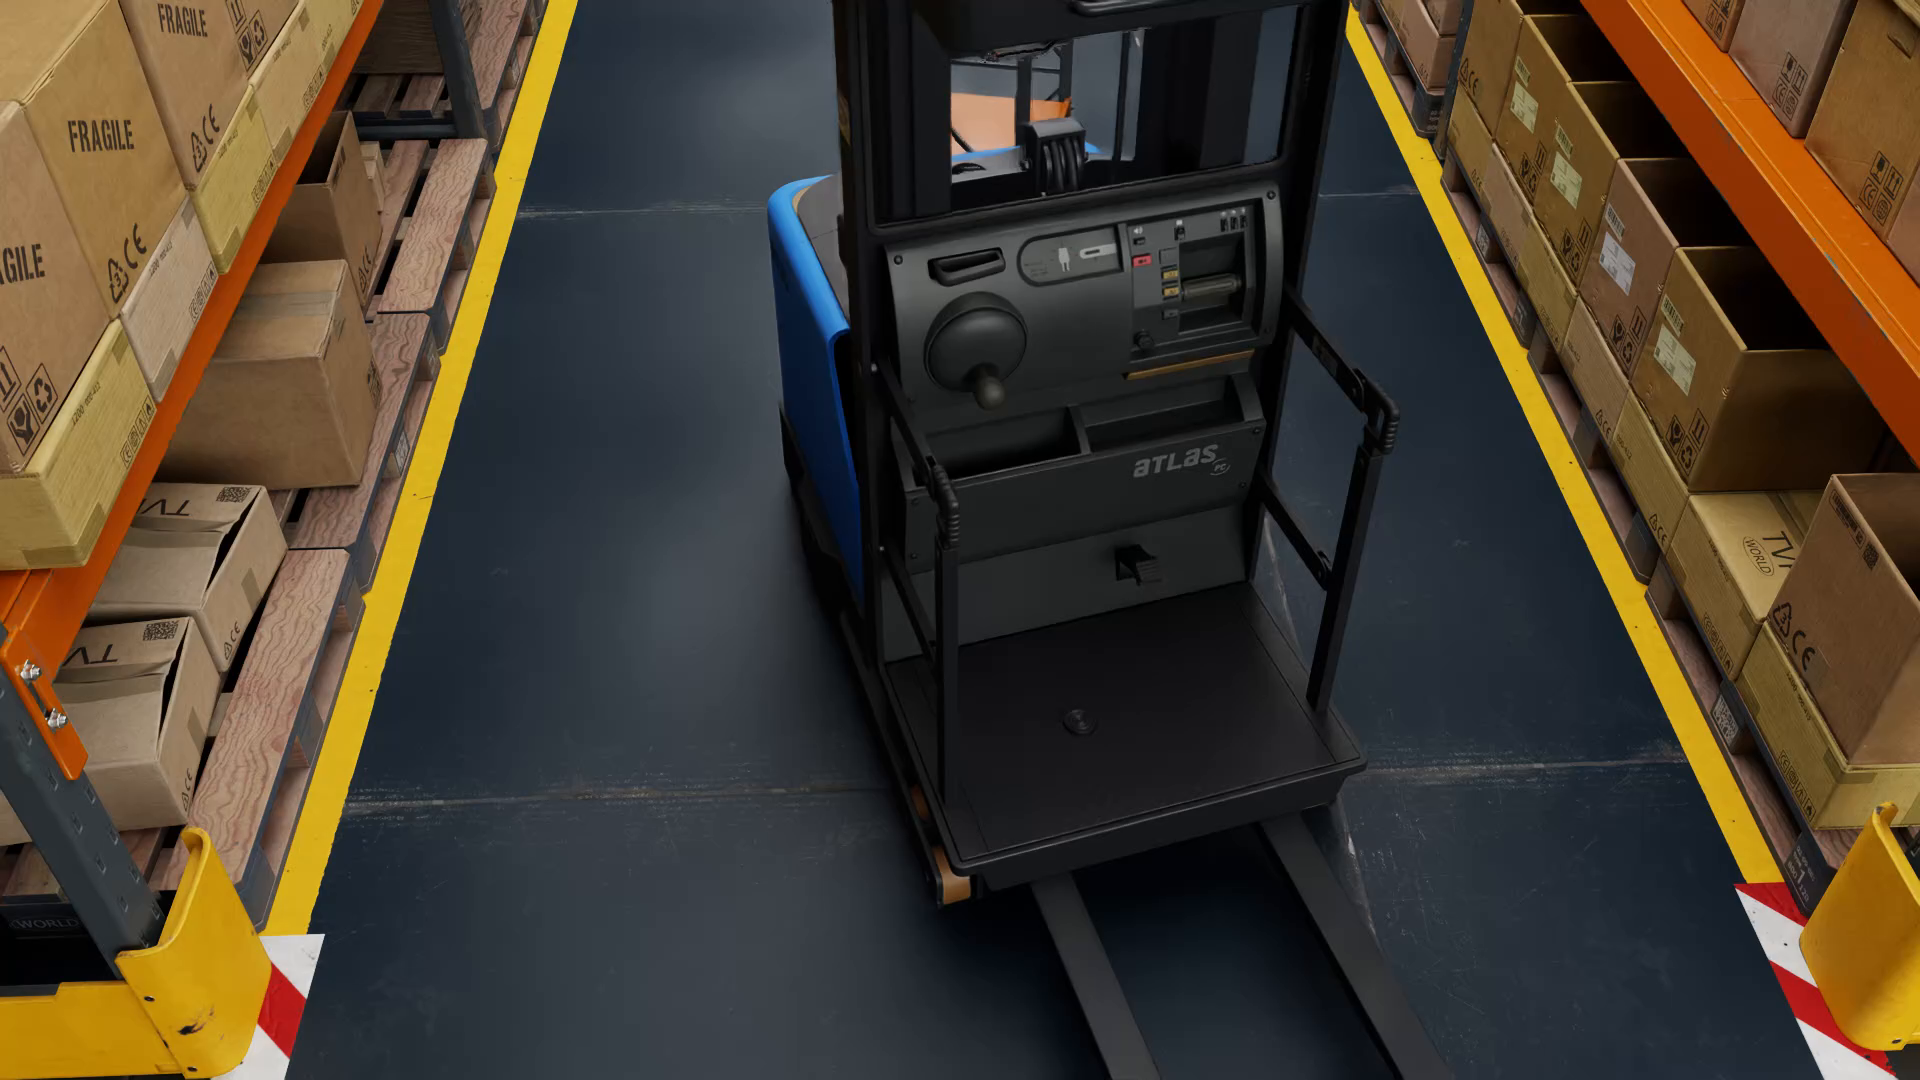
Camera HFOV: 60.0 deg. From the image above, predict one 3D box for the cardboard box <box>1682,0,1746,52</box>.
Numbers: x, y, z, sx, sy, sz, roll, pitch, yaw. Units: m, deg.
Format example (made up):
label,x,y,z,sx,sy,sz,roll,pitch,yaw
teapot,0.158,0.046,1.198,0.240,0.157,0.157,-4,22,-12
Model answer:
label,x,y,z,sx,sy,sz,roll,pitch,yaw
cardboard box,2.580,-1.789,4.908,0.700,0.500,0.500,-1,43,-1

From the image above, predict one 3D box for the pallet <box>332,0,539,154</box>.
label,x,y,z,sx,sy,sz,roll,pitch,yaw
pallet,-2.475,-2.100,7.384,1.003,0.211,1.213,-2,43,-2

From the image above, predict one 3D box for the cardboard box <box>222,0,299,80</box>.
label,x,y,z,sx,sy,sz,roll,pitch,yaw
cardboard box,-2.051,-1.492,4.199,0.500,0.500,0.500,0,43,0

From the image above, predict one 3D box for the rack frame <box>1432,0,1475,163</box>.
label,x,y,z,sx,sy,sz,roll,pitch,yaw
rack frame,2.509,-2.747,6.027,1.000,3.000,0.127,-2,43,-2

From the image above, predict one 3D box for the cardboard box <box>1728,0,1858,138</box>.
label,x,y,z,sx,sy,sz,roll,pitch,yaw
cardboard box,2.603,-1.444,4.531,0.700,0.500,0.500,0,43,-1

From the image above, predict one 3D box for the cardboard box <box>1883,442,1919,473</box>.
label,x,y,z,sx,sy,sz,roll,pitch,yaw
cardboard box,2.855,-0.170,4.384,0.500,0.500,0.500,-2,43,-2

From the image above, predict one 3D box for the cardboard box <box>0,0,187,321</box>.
label,x,y,z,sx,sy,sz,roll,pitch,yaw
cardboard box,-2.001,-0.795,3.439,0.500,0.500,0.500,-2,43,-2

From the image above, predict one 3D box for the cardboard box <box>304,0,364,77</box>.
label,x,y,z,sx,sy,sz,roll,pitch,yaw
cardboard box,-2.067,-1.567,4.836,0.500,0.250,0.500,-2,43,-2

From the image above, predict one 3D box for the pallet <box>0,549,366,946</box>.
label,x,y,z,sx,sy,sz,roll,pitch,yaw
pallet,-2.273,0.526,4.520,1.003,0.211,1.213,-2,43,-2

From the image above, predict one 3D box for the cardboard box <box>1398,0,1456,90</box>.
label,x,y,z,sx,sy,sz,roll,pitch,yaw
cardboard box,2.202,-2.159,7.110,0.500,0.250,0.500,-2,43,-2

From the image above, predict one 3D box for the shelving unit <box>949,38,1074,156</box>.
label,x,y,z,sx,sy,sz,roll,pitch,yaw
shelving unit,0.059,-1.380,5.646,0.587,1.500,1.083,7,43,8

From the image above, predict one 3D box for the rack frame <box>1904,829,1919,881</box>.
label,x,y,z,sx,sy,sz,roll,pitch,yaw
rack frame,2.679,-0.046,3.080,1.000,3.000,0.127,-2,43,-2

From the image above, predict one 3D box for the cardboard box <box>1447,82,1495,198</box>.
label,x,y,z,sx,sy,sz,roll,pitch,yaw
cardboard box,2.226,-1.566,6.463,0.500,0.250,0.500,-2,43,-2

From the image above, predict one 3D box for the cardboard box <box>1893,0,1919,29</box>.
label,x,y,z,sx,sy,sz,roll,pitch,yaw
cardboard box,2.429,-1.271,3.863,0.380,0.149,0.250,0,43,0

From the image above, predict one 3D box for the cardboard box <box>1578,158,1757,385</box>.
label,x,y,z,sx,sy,sz,roll,pitch,yaw
cardboard box,2.282,-0.830,5.104,0.500,0.500,0.500,-2,43,-2

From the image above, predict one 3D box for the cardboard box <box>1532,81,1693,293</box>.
label,x,y,z,sx,sy,sz,roll,pitch,yaw
cardboard box,2.258,-1.167,5.472,0.500,0.500,0.500,-2,43,-2

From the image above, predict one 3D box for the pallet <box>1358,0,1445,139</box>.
label,x,y,z,sx,sy,sz,roll,pitch,yaw
pallet,2.439,-2.215,7.510,1.003,0.211,1.213,-2,43,-2

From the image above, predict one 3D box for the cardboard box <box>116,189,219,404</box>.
label,x,y,z,sx,sy,sz,roll,pitch,yaw
cardboard box,-2.010,-0.542,3.718,0.500,0.250,0.500,-3,43,-3

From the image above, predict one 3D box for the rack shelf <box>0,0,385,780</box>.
label,x,y,z,sx,sy,sz,roll,pitch,yaw
rack shelf,-2.355,-0.987,4.639,1.077,0.370,4.000,-2,43,-2

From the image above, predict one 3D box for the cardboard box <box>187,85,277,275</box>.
label,x,y,z,sx,sy,sz,roll,pitch,yaw
cardboard box,-2.026,-0.886,4.093,0.500,0.250,0.500,-2,43,-2

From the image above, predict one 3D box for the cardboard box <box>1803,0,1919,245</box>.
label,x,y,z,sx,sy,sz,roll,pitch,yaw
cardboard box,2.629,-1.088,4.143,0.700,0.500,0.500,-1,43,-2

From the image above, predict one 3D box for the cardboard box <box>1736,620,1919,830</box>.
label,x,y,z,sx,sy,sz,roll,pitch,yaw
cardboard box,2.361,0.459,4.253,0.500,0.250,0.500,-2,43,-2

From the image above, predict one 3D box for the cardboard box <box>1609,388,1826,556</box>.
label,x,y,z,sx,sy,sz,roll,pitch,yaw
cardboard box,2.305,-0.216,4.989,0.500,0.250,0.500,-2,43,-2

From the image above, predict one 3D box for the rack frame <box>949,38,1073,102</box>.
label,x,y,z,sx,sy,sz,roll,pitch,yaw
rack frame,0.153,-1.712,6.007,0.500,1.500,0.032,7,43,8

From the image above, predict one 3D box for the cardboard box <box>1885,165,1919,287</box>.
label,x,y,z,sx,sy,sz,roll,pitch,yaw
cardboard box,2.645,-0.753,3.778,0.700,0.500,0.500,-1,43,-1

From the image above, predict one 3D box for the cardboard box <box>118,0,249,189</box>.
label,x,y,z,sx,sy,sz,roll,pitch,yaw
cardboard box,-2.017,-1.144,3.819,0.500,0.500,0.500,-3,43,-3

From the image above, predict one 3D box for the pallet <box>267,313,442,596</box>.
label,x,y,z,sx,sy,sz,roll,pitch,yaw
pallet,-2.321,-0.296,5.417,1.003,0.211,1.213,-2,43,-2

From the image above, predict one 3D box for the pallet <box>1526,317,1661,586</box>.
label,x,y,z,sx,sy,sz,roll,pitch,yaw
pallet,2.556,-0.355,5.481,1.003,0.211,1.213,-2,43,-2

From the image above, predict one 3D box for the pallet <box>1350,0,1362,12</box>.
label,x,y,z,sx,sy,sz,roll,pitch,yaw
pallet,2.384,-3.041,8.411,1.003,0.211,1.213,-2,43,-2

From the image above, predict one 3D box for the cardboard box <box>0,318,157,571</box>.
label,x,y,z,sx,sy,sz,roll,pitch,yaw
cardboard box,-1.974,-0.192,3.336,0.500,0.250,0.500,-3,43,-3

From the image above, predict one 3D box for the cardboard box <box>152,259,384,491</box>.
label,x,y,z,sx,sy,sz,roll,pitch,yaw
cardboard box,-2.215,-0.493,5.093,0.700,0.500,0.500,-4,43,-4

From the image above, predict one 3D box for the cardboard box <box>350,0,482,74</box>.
label,x,y,z,sx,sy,sz,roll,pitch,yaw
cardboard box,-2.488,-2.339,7.106,0.700,0.500,0.500,0,43,0

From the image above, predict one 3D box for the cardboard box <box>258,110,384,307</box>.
label,x,y,z,sx,sy,sz,roll,pitch,yaw
cardboard box,-2.356,-1.143,5.802,0.500,0.500,0.500,-5,43,-5

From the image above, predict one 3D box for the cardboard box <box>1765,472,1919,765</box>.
label,x,y,z,sx,sy,sz,roll,pitch,yaw
cardboard box,2.359,0.183,4.000,0.500,0.500,0.500,-2,43,-2

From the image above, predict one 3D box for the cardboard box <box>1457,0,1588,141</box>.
label,x,y,z,sx,sy,sz,roll,pitch,yaw
cardboard box,2.216,-1.842,6.209,0.500,0.500,0.500,-2,43,-2

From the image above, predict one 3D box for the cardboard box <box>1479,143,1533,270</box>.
label,x,y,z,sx,sy,sz,roll,pitch,yaw
cardboard box,2.242,-1.228,6.094,0.500,0.250,0.500,-2,43,-2

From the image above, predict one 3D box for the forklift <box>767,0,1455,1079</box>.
label,x,y,z,sx,sy,sz,roll,pitch,yaw
forklift,0.361,-0.465,3.588,1.130,2.935,3.031,-12,44,-13

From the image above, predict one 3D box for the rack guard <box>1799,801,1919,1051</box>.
label,x,y,z,sx,sy,sz,roll,pitch,yaw
rack guard,2.680,0.891,3.907,1.175,0.500,0.348,-2,43,-2

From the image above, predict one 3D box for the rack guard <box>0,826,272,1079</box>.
label,x,y,z,sx,sy,sz,roll,pitch,yaw
rack guard,-2.273,0.969,3.823,1.175,0.500,0.348,-2,43,-2

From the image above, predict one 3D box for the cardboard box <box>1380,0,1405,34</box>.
label,x,y,z,sx,sy,sz,roll,pitch,yaw
cardboard box,2.182,-2.501,7.483,0.500,0.250,0.500,-2,43,-2

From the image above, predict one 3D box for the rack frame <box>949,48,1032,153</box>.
label,x,y,z,sx,sy,sz,roll,pitch,yaw
rack frame,-0.039,-1.037,5.271,0.500,1.500,0.032,7,43,8

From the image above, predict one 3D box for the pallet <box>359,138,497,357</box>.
label,x,y,z,sx,sy,sz,roll,pitch,yaw
pallet,-2.376,-1.122,6.317,1.003,0.211,1.213,-2,43,-2

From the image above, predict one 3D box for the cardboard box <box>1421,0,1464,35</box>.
label,x,y,z,sx,sy,sz,roll,pitch,yaw
cardboard box,2.205,-2.360,6.914,0.500,0.311,0.500,-2,43,-2

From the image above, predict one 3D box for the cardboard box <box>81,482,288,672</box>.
label,x,y,z,sx,sy,sz,roll,pitch,yaw
cardboard box,-2.234,0.073,4.615,0.500,0.311,0.500,2,43,2

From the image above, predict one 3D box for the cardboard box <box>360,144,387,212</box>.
label,x,y,z,sx,sy,sz,roll,pitch,yaw
cardboard box,-2.387,-1.359,6.284,0.380,0.166,0.250,-7,43,-7

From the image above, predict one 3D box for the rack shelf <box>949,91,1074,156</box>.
label,x,y,z,sx,sy,sz,roll,pitch,yaw
rack shelf,0.057,-1.242,5.761,0.538,0.185,1.000,7,43,8

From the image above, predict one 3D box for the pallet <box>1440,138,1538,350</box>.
label,x,y,z,sx,sy,sz,roll,pitch,yaw
pallet,2.501,-1.181,6.382,1.003,0.211,1.213,-2,43,-2

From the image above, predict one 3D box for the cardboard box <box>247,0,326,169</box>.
label,x,y,z,sx,sy,sz,roll,pitch,yaw
cardboard box,-2.045,-1.228,4.466,0.500,0.250,0.500,-1,43,-1

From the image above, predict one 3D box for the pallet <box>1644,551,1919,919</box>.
label,x,y,z,sx,sy,sz,roll,pitch,yaw
pallet,2.605,0.467,4.585,1.003,0.211,1.213,-2,43,-2

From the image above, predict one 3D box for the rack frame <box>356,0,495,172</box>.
label,x,y,z,sx,sy,sz,roll,pitch,yaw
rack frame,-2.440,-2.602,5.869,1.000,3.000,0.127,-2,43,-2

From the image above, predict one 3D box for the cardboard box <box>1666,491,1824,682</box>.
label,x,y,z,sx,sy,sz,roll,pitch,yaw
cardboard box,2.328,0.122,4.621,0.500,0.250,0.500,-2,43,-2

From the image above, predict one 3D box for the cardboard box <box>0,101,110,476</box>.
label,x,y,z,sx,sy,sz,roll,pitch,yaw
cardboard box,-1.990,-0.461,3.074,0.500,0.500,0.500,-2,43,-2

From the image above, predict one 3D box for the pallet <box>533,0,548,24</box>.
label,x,y,z,sx,sy,sz,roll,pitch,yaw
pallet,-2.529,-2.925,8.285,1.003,0.211,1.213,-2,43,-2

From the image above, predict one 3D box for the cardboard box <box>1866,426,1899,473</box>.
label,x,y,z,sx,sy,sz,roll,pitch,yaw
cardboard box,2.821,-0.507,4.752,0.500,0.500,0.500,-2,43,-2

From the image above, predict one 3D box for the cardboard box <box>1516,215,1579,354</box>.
label,x,y,z,sx,sy,sz,roll,pitch,yaw
cardboard box,2.258,-0.891,5.726,0.500,0.250,0.500,-2,43,-2

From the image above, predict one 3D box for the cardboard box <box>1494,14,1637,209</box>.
label,x,y,z,sx,sy,sz,roll,pitch,yaw
cardboard box,2.245,-1.505,5.841,0.500,0.500,0.500,-2,43,-2

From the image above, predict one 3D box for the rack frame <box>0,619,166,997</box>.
label,x,y,z,sx,sy,sz,roll,pitch,yaw
rack frame,-2.270,0.098,2.923,1.000,3.000,0.127,-2,43,-2

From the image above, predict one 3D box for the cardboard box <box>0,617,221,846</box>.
label,x,y,z,sx,sy,sz,roll,pitch,yaw
cardboard box,-2.210,0.458,4.195,0.500,0.311,0.500,-6,43,-7

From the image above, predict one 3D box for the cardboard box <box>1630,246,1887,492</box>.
label,x,y,z,sx,sy,sz,roll,pitch,yaw
cardboard box,2.302,-0.492,4.736,0.500,0.500,0.500,-2,43,-2

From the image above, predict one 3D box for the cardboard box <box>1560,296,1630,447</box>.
label,x,y,z,sx,sy,sz,roll,pitch,yaw
cardboard box,2.285,-0.553,5.358,0.500,0.250,0.500,-2,43,-2
